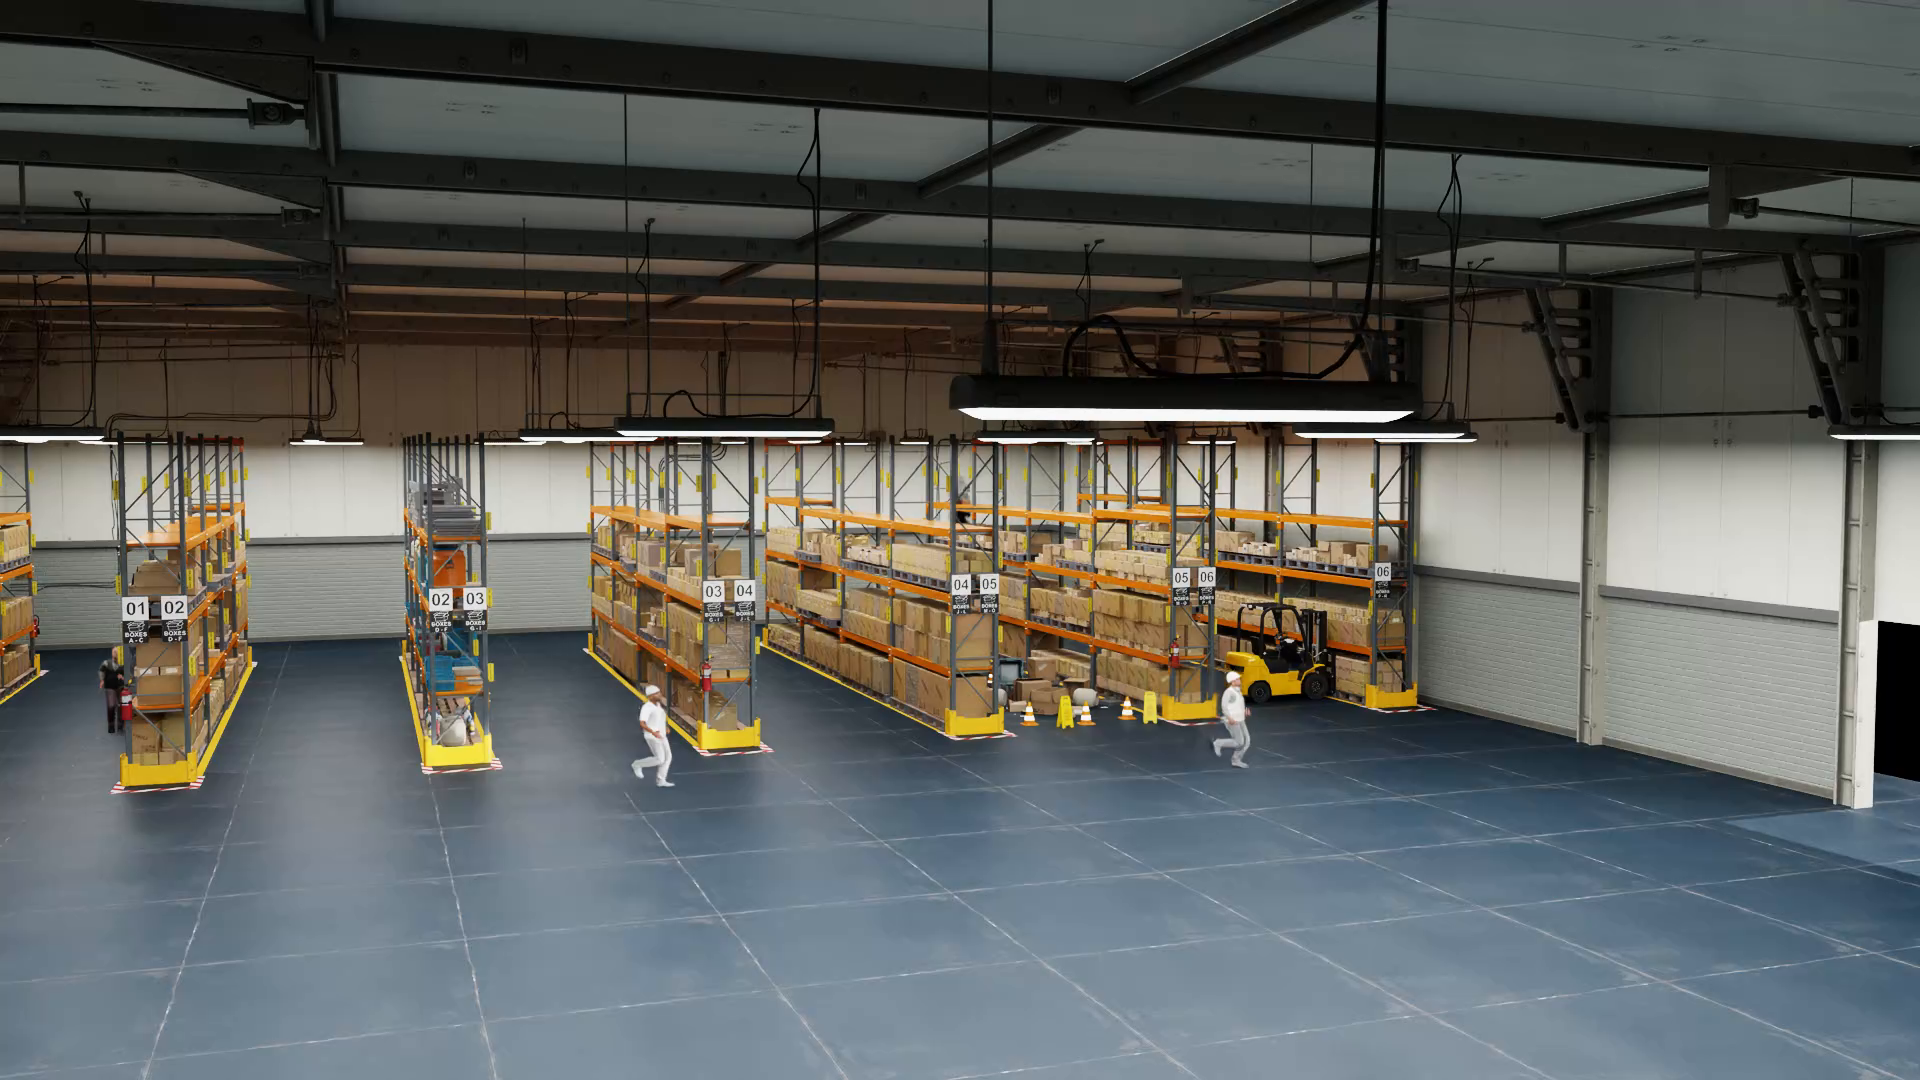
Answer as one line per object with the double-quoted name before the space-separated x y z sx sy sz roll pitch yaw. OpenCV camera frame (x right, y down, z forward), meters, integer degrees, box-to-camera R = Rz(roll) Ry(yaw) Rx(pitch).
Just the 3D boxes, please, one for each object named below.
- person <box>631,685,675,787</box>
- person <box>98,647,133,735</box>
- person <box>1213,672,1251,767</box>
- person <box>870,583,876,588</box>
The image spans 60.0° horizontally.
"person" -5.175 3.310 28.097 0.724 1.719 0.714 1 3 11
"person" -16.906 3.022 33.320 0.624 1.746 0.721 -2 4 -29
"person" 4.892 3.215 29.844 0.627 1.708 0.662 2 4 29
"person" -2.449 2.013 47.131 0.691 1.639 0.596 -1 3 -25
